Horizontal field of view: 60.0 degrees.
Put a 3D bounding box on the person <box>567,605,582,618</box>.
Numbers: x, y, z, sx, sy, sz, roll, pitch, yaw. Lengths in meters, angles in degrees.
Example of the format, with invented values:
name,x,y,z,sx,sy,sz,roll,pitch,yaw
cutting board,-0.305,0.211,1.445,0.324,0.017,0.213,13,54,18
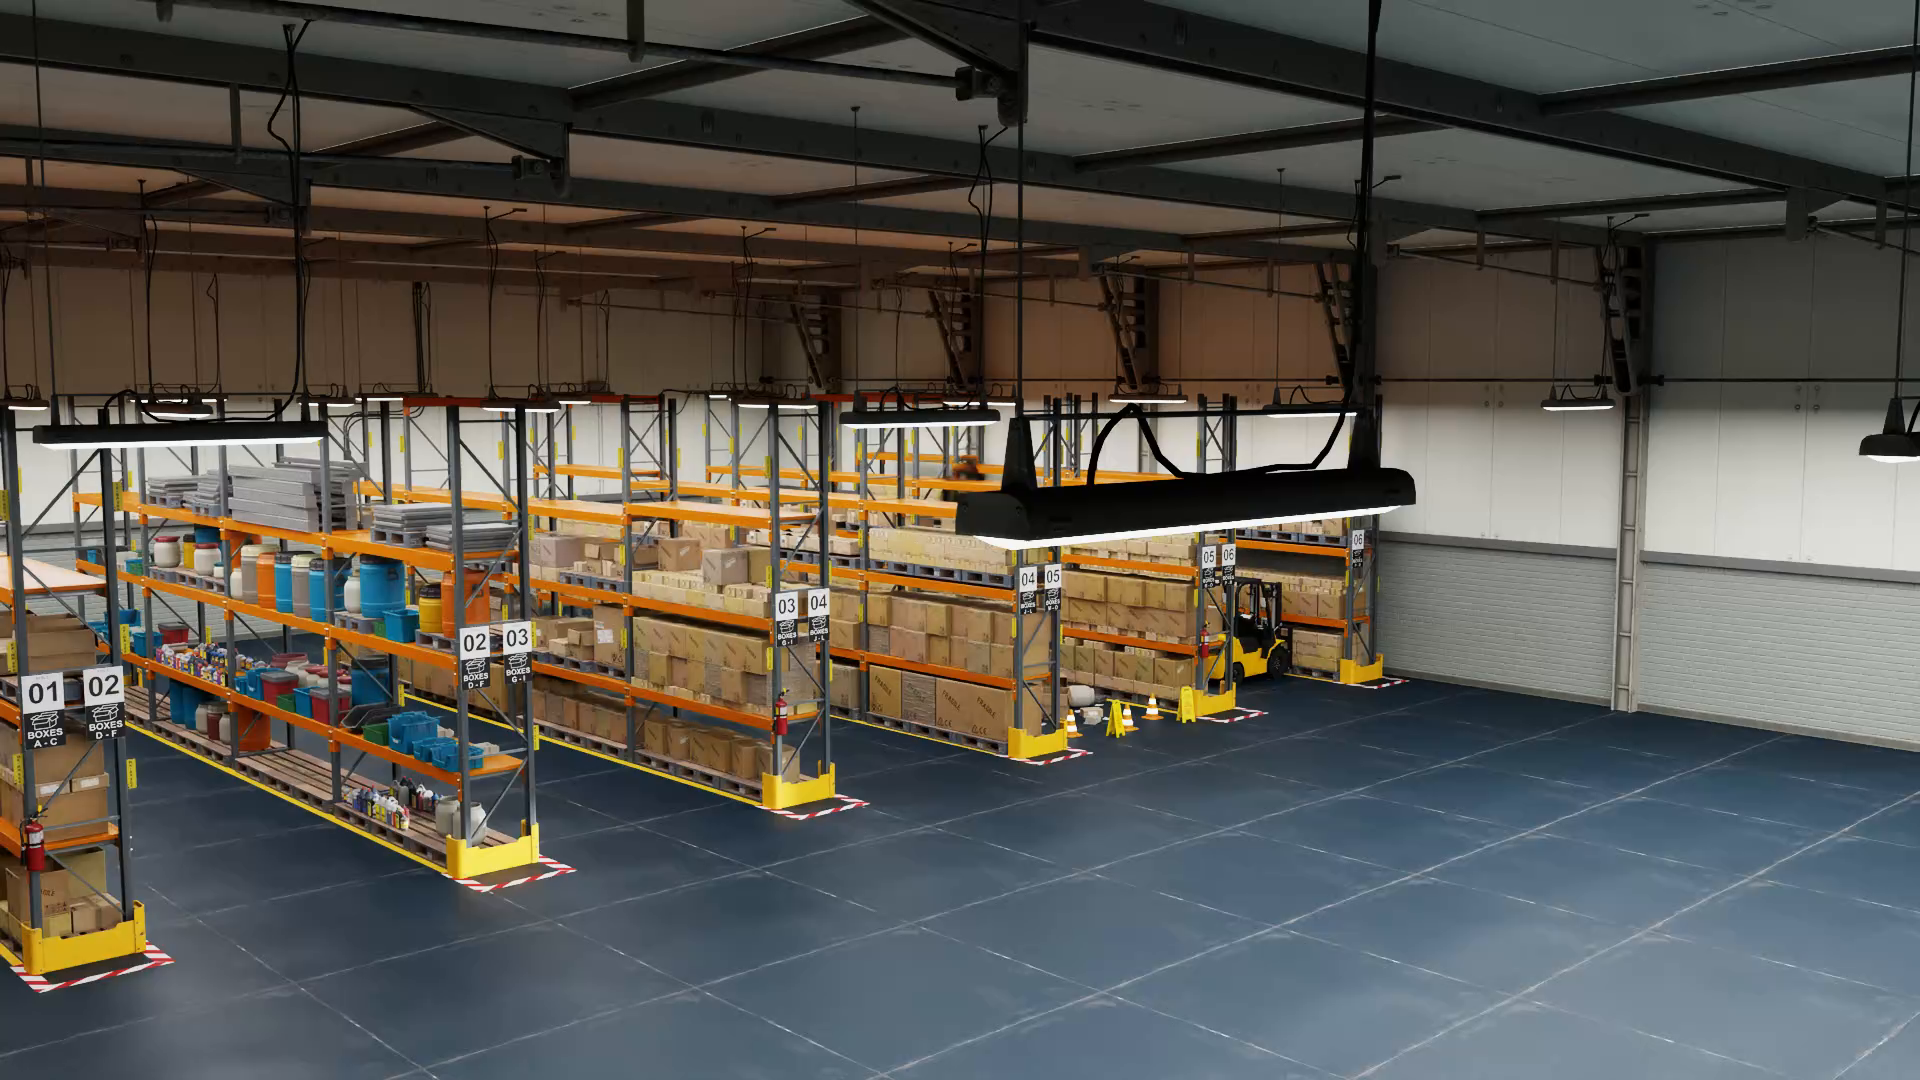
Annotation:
name,x,y,z,sx,sy,sz,roll,pitch,yaw
person,-9.467,1.569,41.149,0.671,1.694,0.664,1,6,6

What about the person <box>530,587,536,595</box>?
name,x,y,z,sx,sy,sz,roll,pitch,yaw
person,-10.434,1.592,40.642,0.582,1.603,0.581,-3,6,-29
